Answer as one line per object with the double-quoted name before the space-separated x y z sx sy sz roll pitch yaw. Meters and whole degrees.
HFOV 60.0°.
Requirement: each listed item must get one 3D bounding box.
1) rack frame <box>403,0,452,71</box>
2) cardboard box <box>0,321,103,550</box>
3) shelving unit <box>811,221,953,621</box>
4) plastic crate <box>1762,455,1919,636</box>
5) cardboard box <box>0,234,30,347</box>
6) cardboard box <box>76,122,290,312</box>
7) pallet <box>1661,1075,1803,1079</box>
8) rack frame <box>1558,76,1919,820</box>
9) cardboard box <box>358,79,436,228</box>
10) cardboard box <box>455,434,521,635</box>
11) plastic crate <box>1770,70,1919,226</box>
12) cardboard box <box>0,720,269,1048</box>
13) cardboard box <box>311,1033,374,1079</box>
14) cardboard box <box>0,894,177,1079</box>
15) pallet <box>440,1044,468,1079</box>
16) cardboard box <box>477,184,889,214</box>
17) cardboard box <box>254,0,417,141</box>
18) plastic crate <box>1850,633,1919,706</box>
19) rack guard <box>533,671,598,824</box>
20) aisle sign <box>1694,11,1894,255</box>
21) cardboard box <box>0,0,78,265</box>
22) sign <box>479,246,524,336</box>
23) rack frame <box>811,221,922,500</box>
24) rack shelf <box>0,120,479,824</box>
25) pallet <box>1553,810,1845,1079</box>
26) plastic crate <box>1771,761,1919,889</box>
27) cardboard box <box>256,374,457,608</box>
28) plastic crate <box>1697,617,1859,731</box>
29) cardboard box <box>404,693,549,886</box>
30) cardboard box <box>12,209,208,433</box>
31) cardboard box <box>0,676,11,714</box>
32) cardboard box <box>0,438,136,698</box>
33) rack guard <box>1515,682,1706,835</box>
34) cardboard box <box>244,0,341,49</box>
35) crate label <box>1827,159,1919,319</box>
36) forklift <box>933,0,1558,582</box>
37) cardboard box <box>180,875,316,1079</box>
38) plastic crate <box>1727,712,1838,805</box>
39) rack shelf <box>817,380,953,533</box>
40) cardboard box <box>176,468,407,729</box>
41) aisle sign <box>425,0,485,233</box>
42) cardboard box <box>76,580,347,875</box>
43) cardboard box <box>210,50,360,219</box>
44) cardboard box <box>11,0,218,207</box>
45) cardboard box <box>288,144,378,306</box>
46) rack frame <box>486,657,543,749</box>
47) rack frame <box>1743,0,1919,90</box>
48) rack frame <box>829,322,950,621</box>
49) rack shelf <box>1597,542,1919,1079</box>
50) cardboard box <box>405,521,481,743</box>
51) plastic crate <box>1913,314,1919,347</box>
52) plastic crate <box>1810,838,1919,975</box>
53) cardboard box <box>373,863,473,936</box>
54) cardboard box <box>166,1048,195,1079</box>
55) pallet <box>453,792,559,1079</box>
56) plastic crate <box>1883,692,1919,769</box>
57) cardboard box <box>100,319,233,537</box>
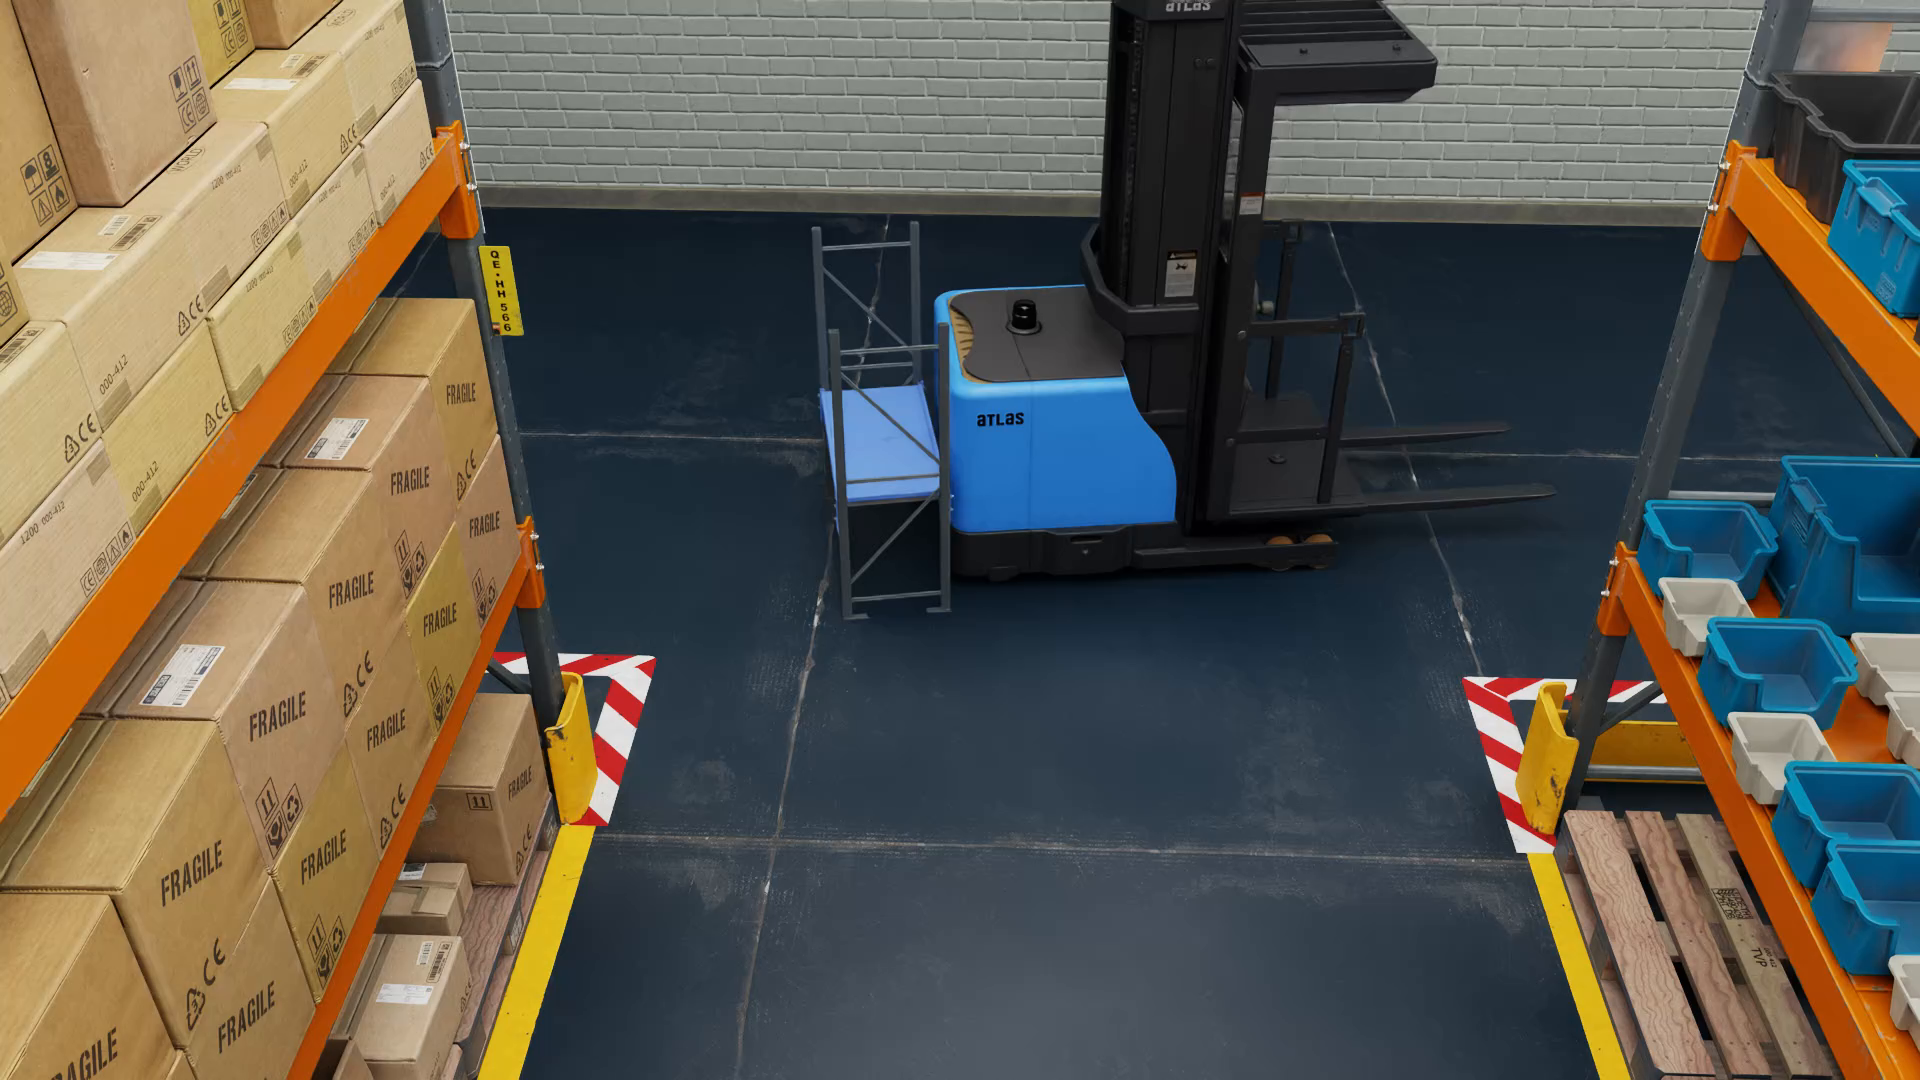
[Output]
"rack frame" -2.080 -2.703 4.270 1.000 3.000 0.127 1 35 2
"cardboard box" -1.923 -0.169 2.968 0.500 0.250 0.500 1 35 2
"shelving unit" -0.366 -0.557 7.738 0.538 1.500 1.048 -5 35 -7
"plastic crate" 3.042 0.026 5.522 0.616 0.435 0.499 1 35 2
"cardboard box" -2.084 -0.479 2.758 0.700 0.500 0.500 1 35 2
"cardboard box" -1.890 -0.744 3.786 0.500 0.250 0.500 1 35 2
"pallet" 2.745 2.181 4.963 1.003 0.211 1.213 1 35 2
"rack frame" 2.869 -0.132 5.829 1.000 3.000 0.127 1 35 2
"cardboard box" -1.838 -1.113 4.747 0.500 0.250 0.500 1 35 2
"cardboard box" -1.826 -0.026 5.591 0.500 0.500 0.500 2 35 3
"plastic crate" 2.575 -1.091 4.699 0.497 0.269 0.590 1 35 2
"cardboard box" -1.900 0.744 3.627 0.500 0.500 0.500 0 35 0
"cardboard box" -2.171 1.811 4.852 0.797 0.503 0.637 1 35 2
"cardboard box" -1.921 1.039 3.207 0.500 0.500 0.500 0 35 0
"pallet" -2.166 2.093 5.088 1.003 0.211 1.213 1 35 2
"cardboard box" -3.488 -3.543 10.595 6.002 3.100 0.262 2 35 2
"cardboard box" -1.846 -1.318 4.604 0.500 0.250 0.500 1 35 2
"plastic crate" 3.017 0.424 5.215 0.396 0.136 0.243 1 35 2
"rack guard" -2.083 0.818 6.652 1.175 0.500 0.348 1 35 2
"aisle sign" 2.575 -1.244 5.150 0.394 0.787 0.004 1 35 2
"cardboard box" -2.216 -0.770 3.172 0.700 0.500 0.500 1 35 2
"sign" -1.527 -0.827 5.537 0.100 0.325 0.005 1 35 2
"rack frame" -0.438 -0.847 8.150 0.500 1.500 0.032 -5 35 -7
"rack shelf" -2.161 -0.032 3.704 1.077 0.370 4.000 1 35 2
"pallet" 2.797 1.482 5.958 1.003 0.211 1.213 1 35 2
"plastic crate" 2.477 0.803 4.593 0.416 0.233 0.300 1 35 2
"cardboard box" -1.843 -0.146 4.893 0.500 0.500 0.500 2 35 3
"plastic crate" 2.504 0.424 5.131 0.416 0.233 0.300 1 35 2
"cardboard box" -1.856 0.912 6.135 0.500 0.500 0.500 1 35 2
"cardboard box" -1.903 -0.456 3.377 0.500 0.250 0.500 1 35 2
"cardboard box" -1.950 0.323 2.704 0.500 0.250 0.500 1 35 2
"cardboard box" -1.929 0.036 3.112 0.500 0.250 0.500 1 35 2
"rack guard" 2.857 0.877 6.568 1.175 0.500 0.348 1 35 2
"cardboard box" -2.085 -1.630 4.396 0.700 0.500 0.500 1 35 2
"crate label" 2.509 -0.776 4.266 0.408 0.251 0.502 1 35 2
"forklift" 1.409 -1.351 7.623 3.031 2.935 1.130 -3 35 -5
"cardboard box" -1.909 1.140 3.932 0.500 0.500 0.500 1 35 2
"plastic crate" 2.407 0.658 4.883 0.250 0.136 0.298 1 35 2
"rack shelf" -0.366 -0.410 7.842 0.538 0.185 1.000 -5 35 -7
"cardboard box" -1.859 0.152 4.469 0.500 0.500 0.500 2 35 3
"aisle sign" -1.772 -1.344 5.293 0.394 0.787 0.004 1 35 2
"cardboard box" -1.880 0.447 4.049 0.500 0.500 0.500 2 35 3
"cardboard box" -1.866 -1.031 4.195 0.500 0.250 0.500 1 35 2
"cardboard box" -2.102 -1.055 3.578 0.700 0.500 0.500 1 35 2
"cardboard box" -1.869 -0.826 4.339 0.500 0.250 0.500 1 35 2
"rack frame" -2.084 -0.249 5.995 0.949 2.616 0.053 1 35 2
"rack frame" 2.869 -2.587 4.104 1.000 3.000 0.127 1 35 2
"rack frame" -0.294 -0.268 7.327 0.500 1.500 0.032 -5 35 -7
"rack shelf" 2.789 1.311 4.401 1.077 0.370 4.000 1 35 2
"cardboard box" -1.844 0.272 5.167 0.500 0.500 0.500 2 35 2
"plastic crate" 2.533 -0.463 3.745 0.504 0.338 0.767 1 35 2
"plastic crate" 2.465 0.975 4.347 0.416 0.233 0.300 1 35 2
"cardboard box" -1.962 1.279 5.903 0.380 0.166 0.250 1 35 2
"cardboard box" -2.147 0.693 4.568 1.079 0.500 3.026 2 35 3
"pallet" -2.114 1.394 6.083 1.003 0.211 1.213 1 35 2
"plastic crate" 2.991 0.590 4.979 0.396 0.136 0.243 1 35 2
"cardboard box" -1.912 -0.252 3.521 0.500 0.250 0.500 1 35 2
